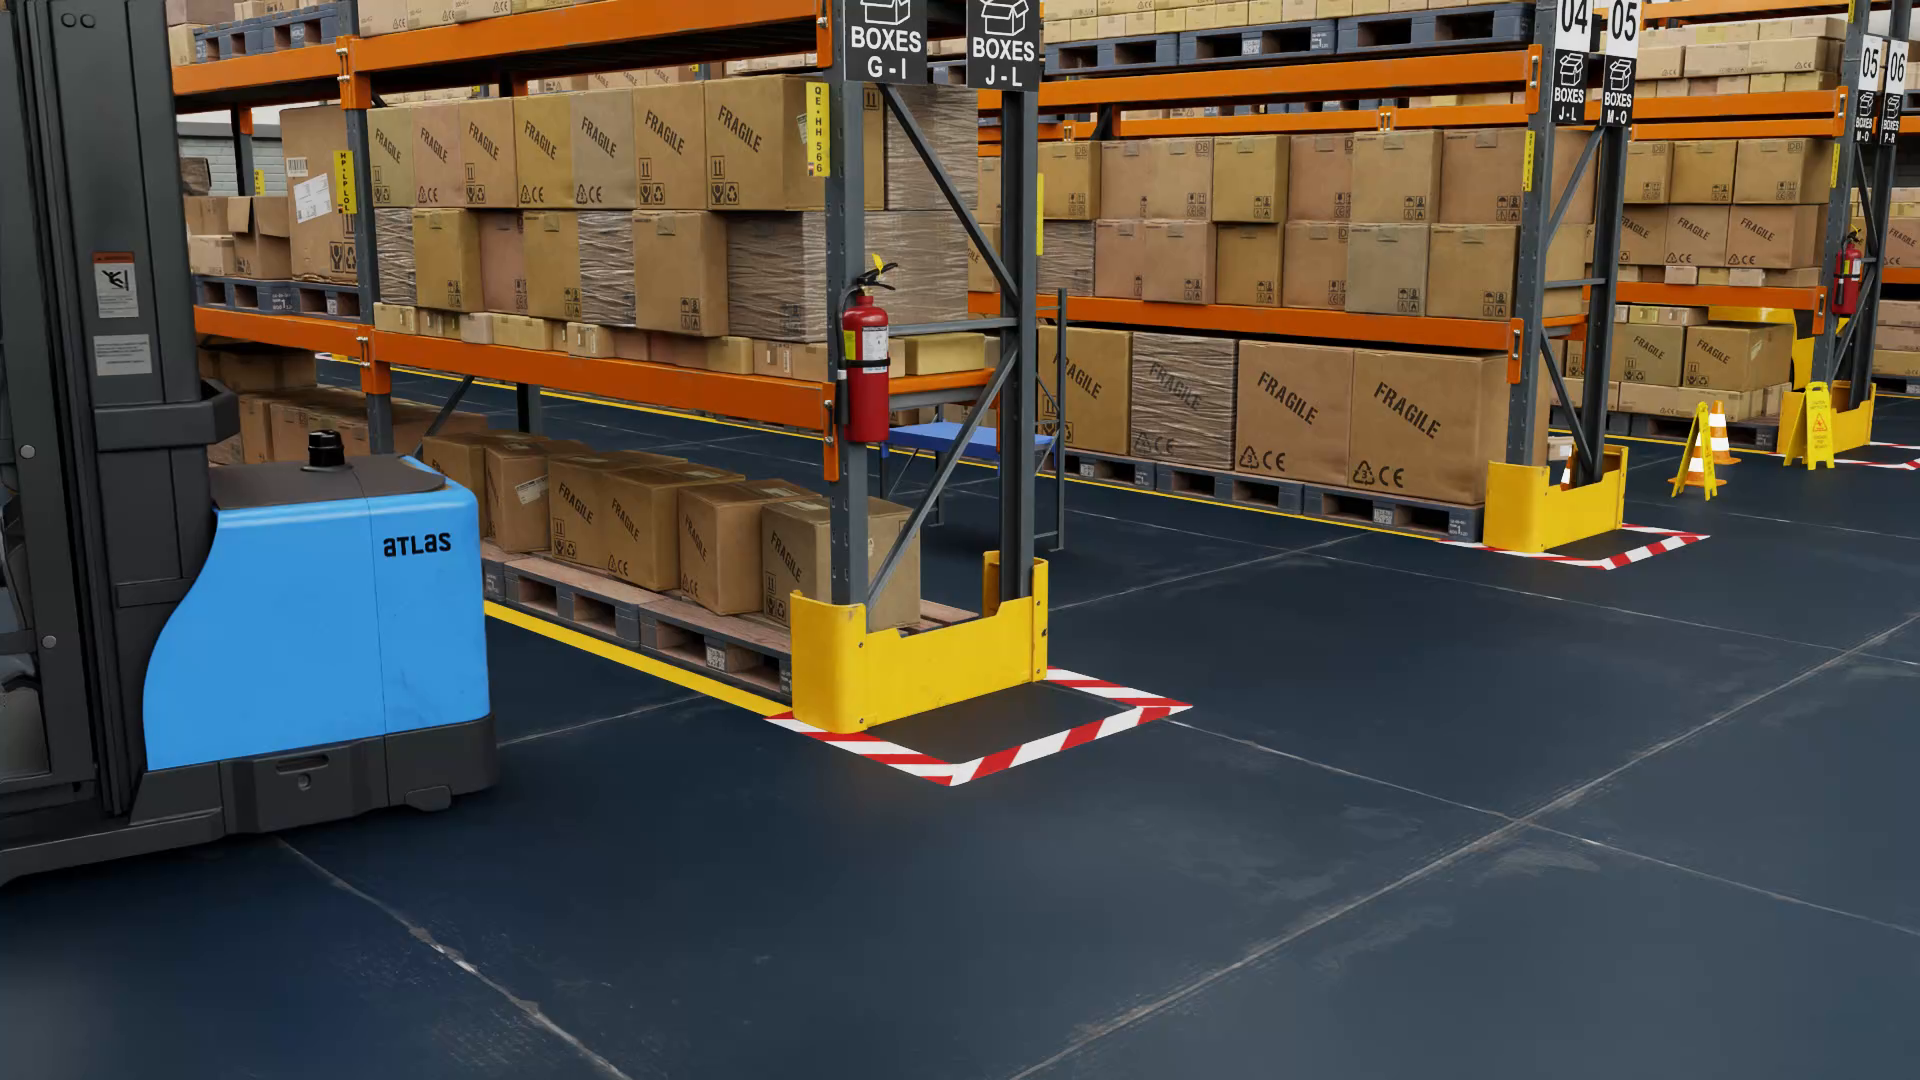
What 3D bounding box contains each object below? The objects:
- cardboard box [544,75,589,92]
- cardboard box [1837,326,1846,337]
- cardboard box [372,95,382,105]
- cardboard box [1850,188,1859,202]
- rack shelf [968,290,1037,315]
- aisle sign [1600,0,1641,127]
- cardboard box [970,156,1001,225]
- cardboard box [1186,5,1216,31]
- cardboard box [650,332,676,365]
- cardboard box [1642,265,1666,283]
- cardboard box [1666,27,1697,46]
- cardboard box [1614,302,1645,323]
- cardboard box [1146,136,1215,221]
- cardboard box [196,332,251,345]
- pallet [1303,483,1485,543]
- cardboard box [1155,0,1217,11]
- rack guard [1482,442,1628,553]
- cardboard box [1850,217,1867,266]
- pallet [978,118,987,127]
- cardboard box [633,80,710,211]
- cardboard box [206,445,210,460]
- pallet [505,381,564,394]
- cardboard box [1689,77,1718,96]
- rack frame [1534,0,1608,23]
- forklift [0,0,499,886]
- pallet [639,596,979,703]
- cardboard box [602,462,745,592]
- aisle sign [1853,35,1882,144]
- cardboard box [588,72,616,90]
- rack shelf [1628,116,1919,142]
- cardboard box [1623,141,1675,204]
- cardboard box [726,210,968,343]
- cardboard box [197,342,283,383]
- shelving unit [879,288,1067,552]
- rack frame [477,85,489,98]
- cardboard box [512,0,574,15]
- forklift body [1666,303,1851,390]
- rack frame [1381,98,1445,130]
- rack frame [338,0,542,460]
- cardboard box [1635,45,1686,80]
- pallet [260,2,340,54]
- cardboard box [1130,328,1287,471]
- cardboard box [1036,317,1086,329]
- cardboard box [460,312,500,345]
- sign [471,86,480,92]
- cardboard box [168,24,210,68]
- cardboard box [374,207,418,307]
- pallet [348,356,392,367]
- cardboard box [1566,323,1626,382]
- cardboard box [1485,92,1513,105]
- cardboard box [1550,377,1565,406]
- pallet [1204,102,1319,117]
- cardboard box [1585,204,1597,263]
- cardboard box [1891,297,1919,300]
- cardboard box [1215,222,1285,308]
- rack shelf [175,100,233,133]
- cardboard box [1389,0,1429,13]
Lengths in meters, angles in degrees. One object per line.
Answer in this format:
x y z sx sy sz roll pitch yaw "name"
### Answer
-3.750 -4.730 16.706 0.797 0.503 0.637 -11 16 -43 "cardboard box"
9.391 -2.172 17.555 0.500 0.250 0.500 -11 16 -44 "cardboard box"
-6.667 -5.221 19.518 0.500 0.250 0.500 -11 16 -42 "cardboard box"
9.310 -3.601 17.365 0.380 0.149 0.250 -10 16 -41 "cardboard box"
-0.578 -2.020 14.067 1.077 0.370 4.000 -11 16 -43 "rack shelf"
3.831 -2.802 9.634 0.394 0.787 0.004 -11 16 -43 "aisle sign"
0.456 -2.691 12.814 0.700 0.500 0.500 -11 16 -44 "cardboard box"
1.690 -3.395 10.859 0.380 0.149 0.250 -11 16 -43 "cardboard box"
-1.124 -0.857 7.261 0.380 0.149 0.250 -11 16 -43 "cardboard box"
5.971 -2.255 14.048 0.380 0.149 0.250 -11 16 -42 "cardboard box"
5.987 -4.105 13.615 0.380 0.149 0.250 -11 16 -43 "cardboard box"
5.680 -1.946 14.231 0.380 0.149 0.250 -10 15 -40 "cardboard box"
1.771 -2.462 11.382 0.875 0.550 0.550 -11 16 -43 "cardboard box"
-6.078 -1.257 12.803 0.875 0.875 1.225 11 16 43 "cardboard box"
2.957 -0.237 10.539 1.003 0.211 1.213 -11 16 -43 "pallet"
1.637 -3.619 10.958 0.500 0.250 0.500 -11 16 -43 "cardboard box"
3.582 -0.269 9.979 1.175 0.500 0.348 -11 16 -43 "rack guard"
9.428 -3.130 17.421 0.500 0.500 0.500 -11 16 -44 "cardboard box"
0.294 -4.995 19.757 1.003 0.211 1.213 -10 15 -40 "pallet"
-1.000 -1.623 6.892 0.500 0.500 0.500 -11 16 -43 "cardboard box"
-5.139 -0.884 11.874 0.500 0.500 0.700 11 16 42 "cardboard box"
-4.183 -1.769 17.975 1.003 0.211 1.213 -11 16 -43 "pallet"
6.146 -3.682 13.540 0.380 0.149 0.250 -11 16 -42 "cardboard box"
3.566 -4.435 9.138 1.000 3.000 0.127 -11 16 -43 "rack frame"
-3.088 -0.478 4.966 3.031 2.935 1.130 -7 13 -30 "forklift"
-0.680 0.411 7.395 1.003 0.211 1.213 -11 16 -43 "pallet"
-1.367 -0.072 7.981 0.500 0.500 0.500 -9 15 -37 "cardboard box"
6.909 -3.425 12.661 0.394 0.787 0.004 -11 16 -43 "aisle sign"
-3.234 -4.375 16.033 0.500 0.500 0.500 -11 16 -43 "cardboard box"
9.282 -4.302 17.710 1.077 0.370 4.000 -11 16 -43 "rack shelf"
5.794 -3.065 13.892 0.700 0.500 0.500 -11 16 -43 "cardboard box"
-0.452 -1.099 6.829 0.875 0.500 0.500 -11 16 -43 "cardboard box"
-5.132 -1.253 11.805 0.500 0.250 0.500 -10 15 -40 "cardboard box"
0.059 -0.722 9.700 0.538 1.500 1.048 -11 16 -43 "shelving unit"
-4.721 -6.187 17.639 1.000 3.000 0.127 -11 16 -43 "rack frame"
-1.654 -2.472 7.416 0.500 0.250 0.500 -11 16 -44 "cardboard box"
8.034 -2.501 16.718 2.313 2.155 1.214 -11 16 -43 "forklift body"
4.314 -2.785 15.997 1.000 3.000 0.127 -11 16 -43 "rack frame"
-2.854 -1.404 9.294 1.000 3.000 0.127 -11 16 -43 "rack frame"
5.819 -3.929 13.748 0.500 0.250 0.500 -10 16 -41 "cardboard box"
-3.203 -2.886 9.520 1.213 0.211 1.003 -11 16 -43 "pallet"
1.812 -1.013 11.621 0.875 0.875 0.875 -11 16 -42 "cardboard box"
1.134 -2.646 19.548 0.875 0.875 0.875 -11 16 -43 "cardboard box"
-2.245 -1.060 8.244 0.380 0.149 0.250 -11 16 -43 "cardboard box"
-5.109 -4.894 17.517 0.100 0.325 0.005 -11 16 -43 "sign"
-4.760 -3.131 10.613 0.500 0.250 0.500 -10 16 -41 "cardboard box"
-2.588 -1.525 8.893 0.875 0.500 0.500 -11 16 -43 "cardboard box"
-6.896 -2.332 20.706 1.003 0.211 1.213 -11 16 -43 "pallet"
5.628 -1.659 14.444 0.500 0.500 0.500 11 16 44 "cardboard box"
4.887 -3.943 14.805 0.380 0.149 0.250 -10 15 -41 "cardboard box"
5.271 -1.367 14.887 0.500 0.250 0.500 -11 16 -43 "cardboard box"
3.246 -4.418 16.955 1.213 0.211 1.003 -11 16 -43 "pallet"
5.480 -2.661 14.408 0.500 0.500 0.500 -11 16 -42 "cardboard box"
10.121 -2.411 17.478 0.500 0.250 0.500 -11 16 -42 "cardboard box"
2.189 -1.866 11.165 0.875 0.550 0.500 -11 16 -43 "cardboard box"
-6.997 -3.397 13.314 1.077 0.370 4.000 -11 16 -43 "rack shelf"
2.740 -3.173 9.781 0.380 0.149 0.250 -11 16 -42 "cardboard box"
